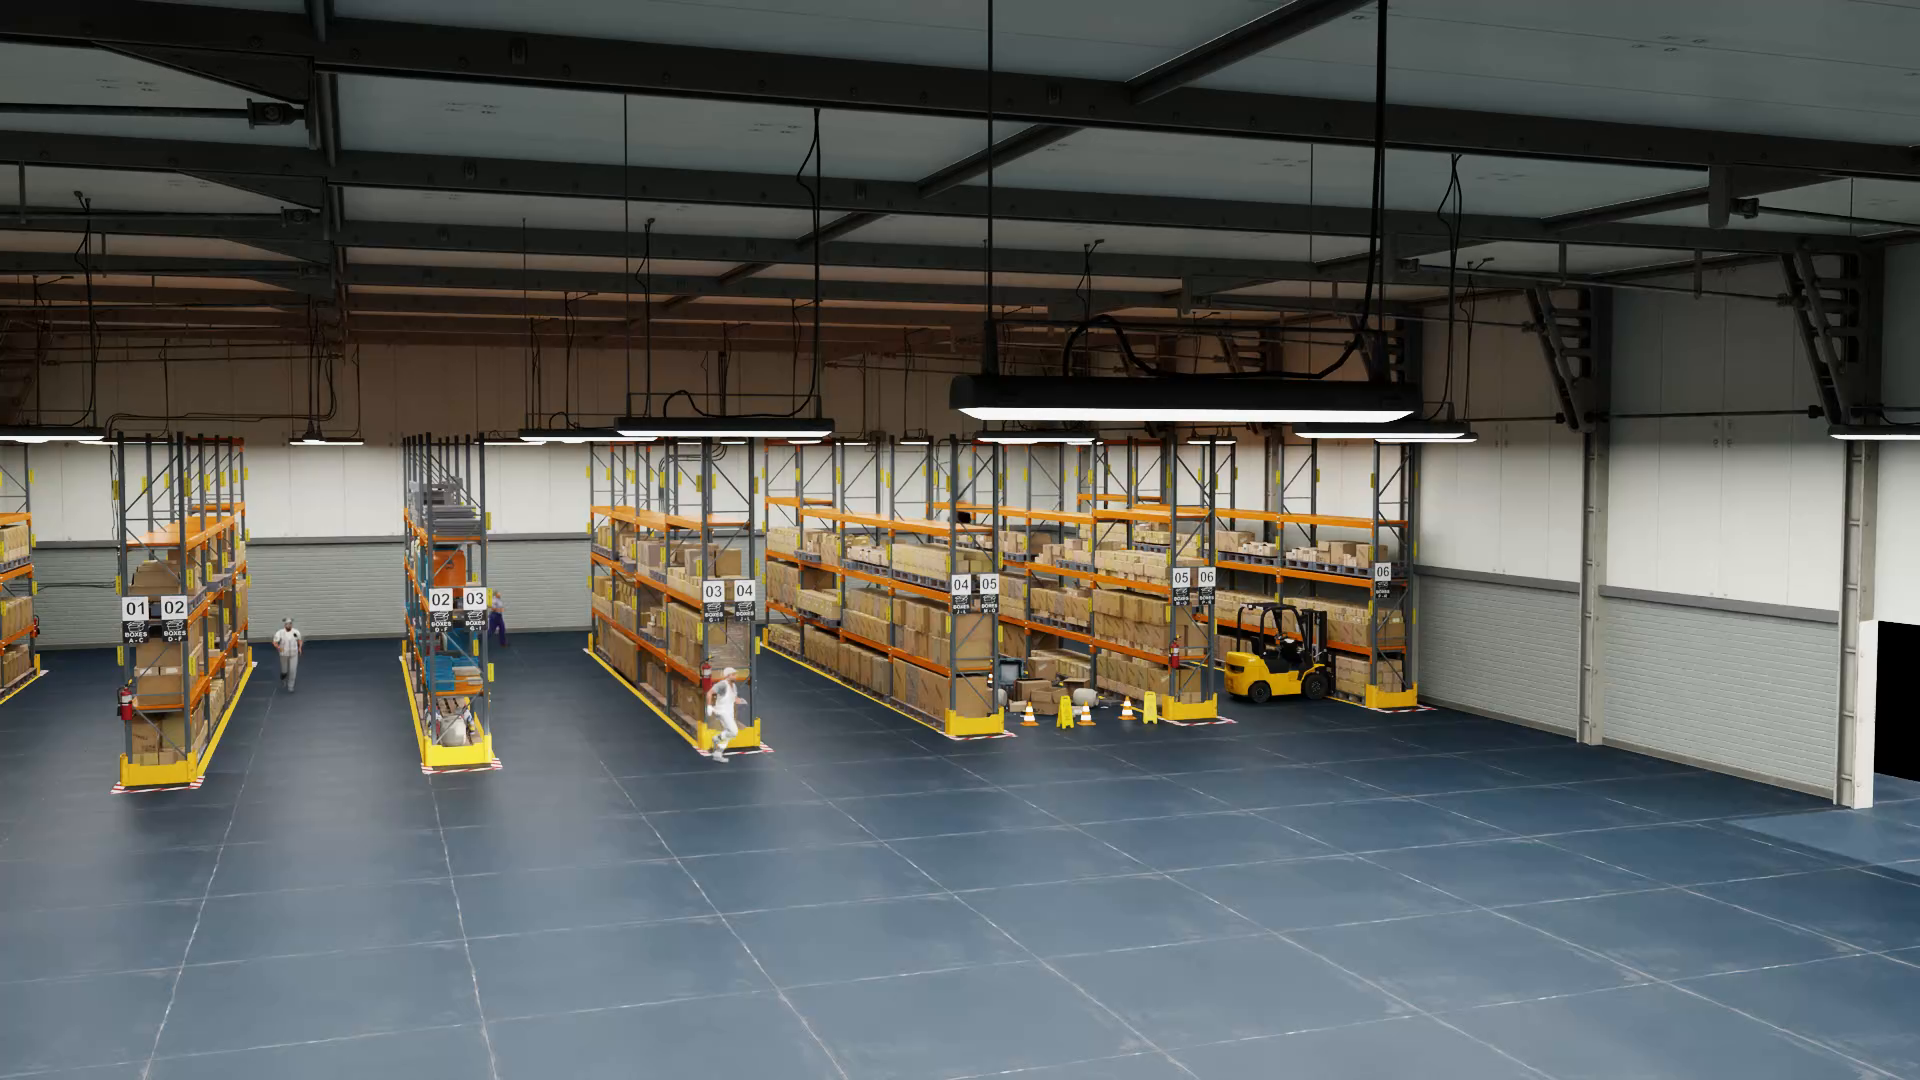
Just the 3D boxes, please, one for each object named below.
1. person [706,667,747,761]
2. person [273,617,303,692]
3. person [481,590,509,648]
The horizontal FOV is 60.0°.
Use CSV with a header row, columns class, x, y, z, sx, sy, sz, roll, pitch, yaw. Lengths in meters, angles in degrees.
class,x,y,z,sx,sy,sz,roll,pitch,yaw
person,-4.219,3.179,30.298,0.651,1.727,0.710,1,3,20
person,-15.810,2.680,39.161,0.658,1.741,0.680,-2,4,-31
person,-13.334,2.270,47.653,0.781,1.711,0.621,0,3,1
